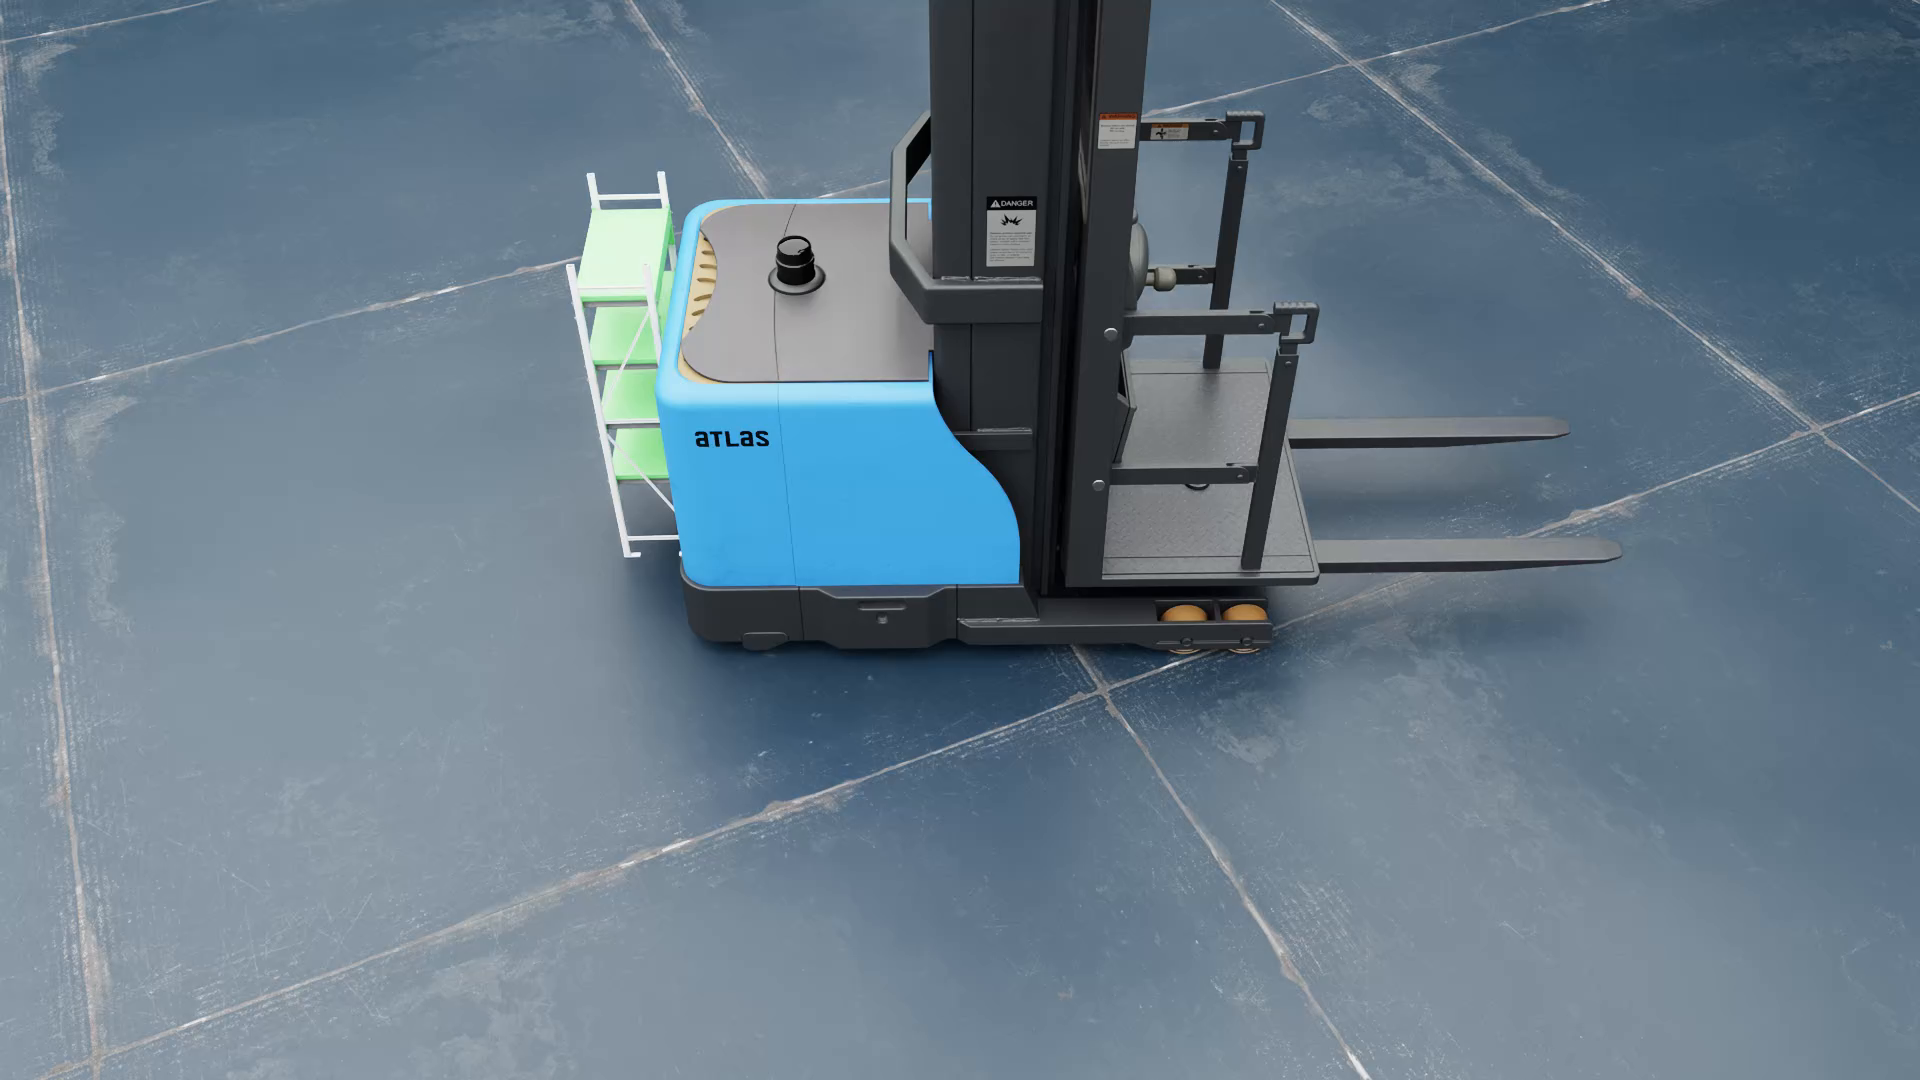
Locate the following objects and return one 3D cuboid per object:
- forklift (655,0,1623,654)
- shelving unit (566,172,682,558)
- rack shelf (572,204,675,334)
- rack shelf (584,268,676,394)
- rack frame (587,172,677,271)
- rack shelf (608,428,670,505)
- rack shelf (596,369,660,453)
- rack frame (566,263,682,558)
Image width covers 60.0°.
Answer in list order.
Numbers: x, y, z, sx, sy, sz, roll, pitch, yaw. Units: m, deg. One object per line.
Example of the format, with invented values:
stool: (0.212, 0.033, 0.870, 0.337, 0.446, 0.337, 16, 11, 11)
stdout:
forklift: (0.628, -1.050, 4.728, 3.031, 2.935, 1.130, -1, 45, -1)
shelving unit: (-1.037, -0.547, 5.450, 0.258, 1.200, 0.503, -1, 45, -1)
rack shelf: (-1.037, -0.843, 5.158, 0.258, 0.148, 0.480, -1, 45, -1)
rack shelf: (-1.037, -0.672, 5.326, 0.258, 0.148, 0.480, -1, 45, -1)
rack frame: (-1.045, -0.718, 5.623, 0.240, 1.200, 0.015, -1, 45, -1)
rack shelf: (-1.037, -0.330, 5.663, 0.258, 0.148, 0.480, -1, 45, -1)
rack shelf: (-1.037, -0.501, 5.495, 0.258, 0.148, 0.480, -1, 45, -1)
rack frame: (-1.028, -0.375, 5.276, 0.240, 1.200, 0.015, -1, 45, -1)
